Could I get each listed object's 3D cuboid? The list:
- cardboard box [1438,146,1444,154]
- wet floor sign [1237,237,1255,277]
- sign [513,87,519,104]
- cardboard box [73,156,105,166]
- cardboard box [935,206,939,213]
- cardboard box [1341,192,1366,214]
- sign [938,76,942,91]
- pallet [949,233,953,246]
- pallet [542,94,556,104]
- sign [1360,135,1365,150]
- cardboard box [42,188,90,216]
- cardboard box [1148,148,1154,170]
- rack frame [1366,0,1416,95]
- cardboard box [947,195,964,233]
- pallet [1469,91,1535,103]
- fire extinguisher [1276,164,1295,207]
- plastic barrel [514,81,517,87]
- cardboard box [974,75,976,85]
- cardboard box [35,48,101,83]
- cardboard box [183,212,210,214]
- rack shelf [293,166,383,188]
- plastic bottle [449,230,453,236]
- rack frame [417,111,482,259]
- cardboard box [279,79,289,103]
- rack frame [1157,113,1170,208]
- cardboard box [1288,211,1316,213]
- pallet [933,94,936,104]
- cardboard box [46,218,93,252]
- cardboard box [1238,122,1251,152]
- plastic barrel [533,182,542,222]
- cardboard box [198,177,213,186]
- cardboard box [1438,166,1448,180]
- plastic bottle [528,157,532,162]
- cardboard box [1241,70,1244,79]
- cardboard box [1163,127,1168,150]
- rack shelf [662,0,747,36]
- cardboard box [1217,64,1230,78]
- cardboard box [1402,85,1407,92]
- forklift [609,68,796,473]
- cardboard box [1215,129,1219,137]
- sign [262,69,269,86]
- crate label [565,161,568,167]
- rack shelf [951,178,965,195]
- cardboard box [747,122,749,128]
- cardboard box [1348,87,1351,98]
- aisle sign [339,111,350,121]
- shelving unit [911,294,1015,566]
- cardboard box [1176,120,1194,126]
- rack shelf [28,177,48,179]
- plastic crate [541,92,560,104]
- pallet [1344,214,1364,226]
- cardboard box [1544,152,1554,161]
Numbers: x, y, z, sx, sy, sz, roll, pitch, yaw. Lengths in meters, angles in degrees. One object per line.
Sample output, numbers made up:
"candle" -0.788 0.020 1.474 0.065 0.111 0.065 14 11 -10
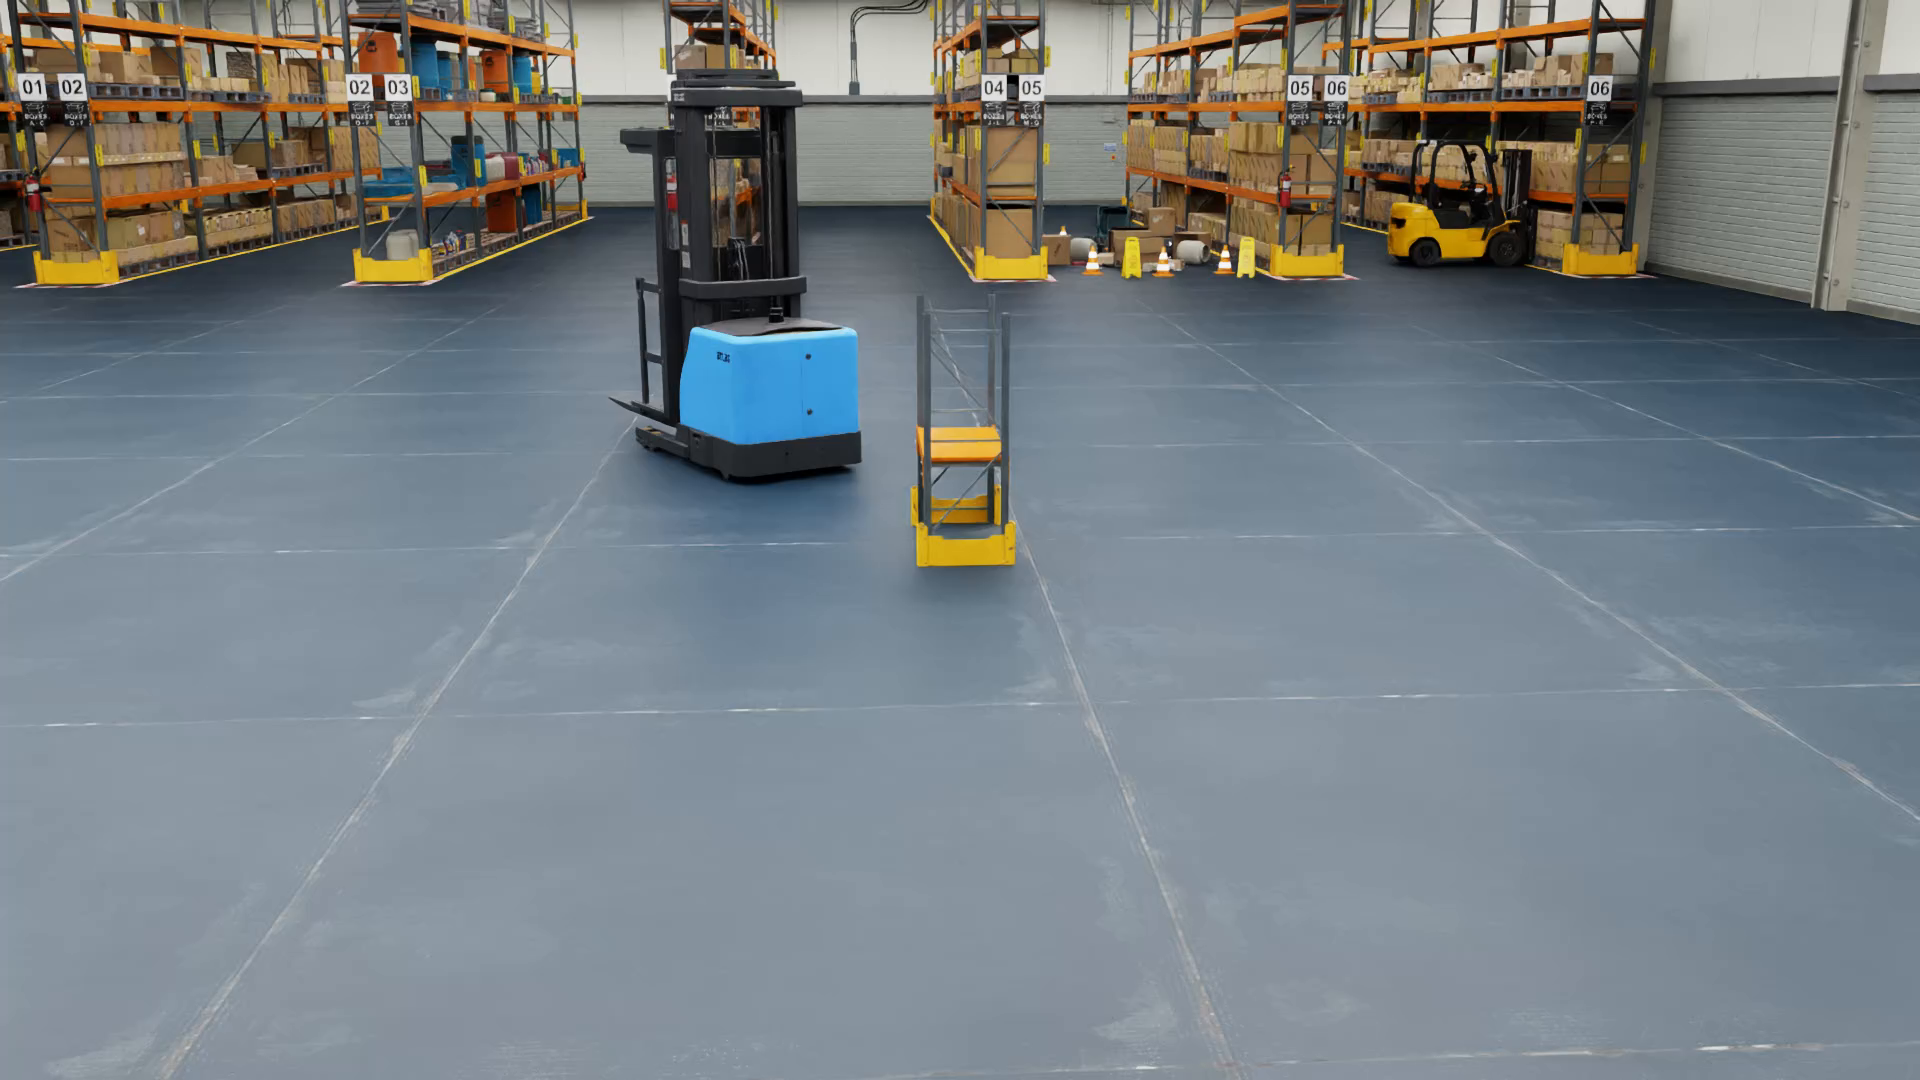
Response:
"cardboard box" 10.352 -7.822 33.404 0.908 0.149 1.775 -1 14 -3
"wet floor sign" 4.714 -4.651 27.309 0.267 0.644 0.232 4 15 16
"sign" -9.011 -9.028 33.784 0.100 0.325 0.005 -1 14 -3
"cardboard box" -13.818 -6.014 26.377 0.380 0.149 0.250 -1 14 -4
"cardboard box" -0.416 -8.230 41.371 0.380 0.149 0.250 -1 14 -3
"cardboard box" 9.754 -8.280 40.861 0.700 0.500 0.500 -1 14 -6
"sign" -0.449 -10.431 37.990 0.100 0.325 0.005 -1 14 -3
"pallet" 0.314 -6.196 34.183 1.003 0.211 1.213 -1 14 -3
"pallet" -9.662 -9.778 36.869 1.213 0.211 1.003 -1 14 -3
"sign" 9.439 -9.326 39.017 0.100 0.325 0.005 -1 14 -3
"cardboard box" -19.468 -7.239 36.113 0.750 0.750 0.750 0 14 -2
"cardboard box" 4.743 -9.000 39.283 0.500 0.500 0.500 -1 14 -3
"rack frame" 9.980 -11.823 38.417 1.000 3.000 0.127 -1 14 -3
"cardboard box" 0.288 -6.704 34.236 1.050 0.750 0.750 -1 14 -4
"pallet" 10.409 -8.507 31.934 0.805 0.209 1.217 -1 15 -6
"fire extinguisher" 5.317 -5.782 27.135 0.296 0.674 0.183 -1 14 -3
"plastic barrel" -9.396 -9.463 34.736 0.294 0.245 0.294 0 14 0
"cardboard box" 0.430 -7.603 27.499 0.380 0.149 0.250 -1 14 -3
"cardboard box" -14.040 -7.467 26.178 0.797 0.503 0.637 0 14 0
"cardboard box" -14.662 -6.163 32.011 0.500 0.311 0.500 -1 14 -4
"rack shelf" -14.876 -8.684 39.700 1.077 0.370 4.000 -1 14 -3
"plastic bottle" -9.129 -5.393 29.900 0.144 0.351 0.185 -1 14 -3
"rack frame" -9.312 -6.621 30.238 1.000 3.000 0.127 -1 14 -3
"cardboard box" -14.629 -9.405 34.840 0.910 0.500 0.500 -1 14 -3
"rack frame" 5.030 -8.840 38.863 0.949 2.616 0.053 -1 14 -3
"cardboard box" 5.957 -5.431 28.785 0.500 0.500 0.500 -1 14 -6
"pallet" 0.024 -9.945 37.515 1.213 0.211 1.003 -1 14 -3
"cardboard box" -14.339 -4.914 26.776 0.500 0.500 0.500 -1 14 -3
"cardboard box" 5.347 -7.161 29.536 0.700 0.500 0.500 -1 14 -5
"plastic barrel" -9.791 -7.662 37.653 0.600 0.901 0.708 -1 14 -3
"cardboard box" -9.342 -7.349 30.063 9.833 1.899 1.938 -1 14 -3
"cardboard box" 10.077 -7.483 33.889 0.500 0.250 0.500 -1 14 -5
"plastic bottle" -9.557 -8.315 36.921 0.144 0.351 0.185 -1 14 -3
"cardboard box" 5.269 -8.354 29.859 0.380 0.149 0.250 -1 14 -5
"cardboard box" 4.855 -9.008 37.308 0.500 0.500 0.500 -1 14 -5
"rack shelf" -4.245 -8.755 27.945 1.077 0.370 4.000 -1 14 -3
"cardboard box" 5.274 -9.071 32.198 0.500 0.250 0.500 -1 14 -3
"cardboard box" 9.912 -9.900 36.467 0.380 0.149 0.250 0 14 -2
"forklift" -1.958 -2.181 13.122 1.121 2.935 3.031 -9 17 -32
"cardboard box" 5.172 -7.910 32.309 0.380 0.149 0.250 -2 15 -6
"sign" -13.950 -9.288 33.389 0.100 0.325 0.005 -1 14 -3
"crate label" -9.779 -9.165 40.537 0.396 0.136 0.243 -1 14 -3
"rack shelf" 0.464 -6.898 32.758 1.077 0.370 4.000 -1 14 -3
"cardboard box" -4.066 -7.266 29.943 0.500 0.500 0.500 -1 14 -3
"cardboard box" 9.638 -10.814 40.221 0.500 0.250 0.500 -1 14 -2
"aisle sign" -15.297 -10.801 41.268 0.394 0.787 0.004 -1 14 -3
"shelving unit" 0.005 -0.707 10.266 0.587 1.500 1.083 -1 14 -3
"cardboard box" 5.266 -9.769 38.966 0.380 0.149 0.250 -1 14 -4
"rack shelf" -19.572 -7.706 35.509 0.919 0.124 3.809 -1 14 -3
"plastic crate" -9.611 -10.313 38.831 0.497 0.269 0.590 -1 14 -3
"pallet" 9.939 -7.738 40.176 1.003 0.211 1.213 -1 14 -3
"cardboard box" 10.355 -6.633 28.786 0.380 0.149 0.250 -1 14 -5
